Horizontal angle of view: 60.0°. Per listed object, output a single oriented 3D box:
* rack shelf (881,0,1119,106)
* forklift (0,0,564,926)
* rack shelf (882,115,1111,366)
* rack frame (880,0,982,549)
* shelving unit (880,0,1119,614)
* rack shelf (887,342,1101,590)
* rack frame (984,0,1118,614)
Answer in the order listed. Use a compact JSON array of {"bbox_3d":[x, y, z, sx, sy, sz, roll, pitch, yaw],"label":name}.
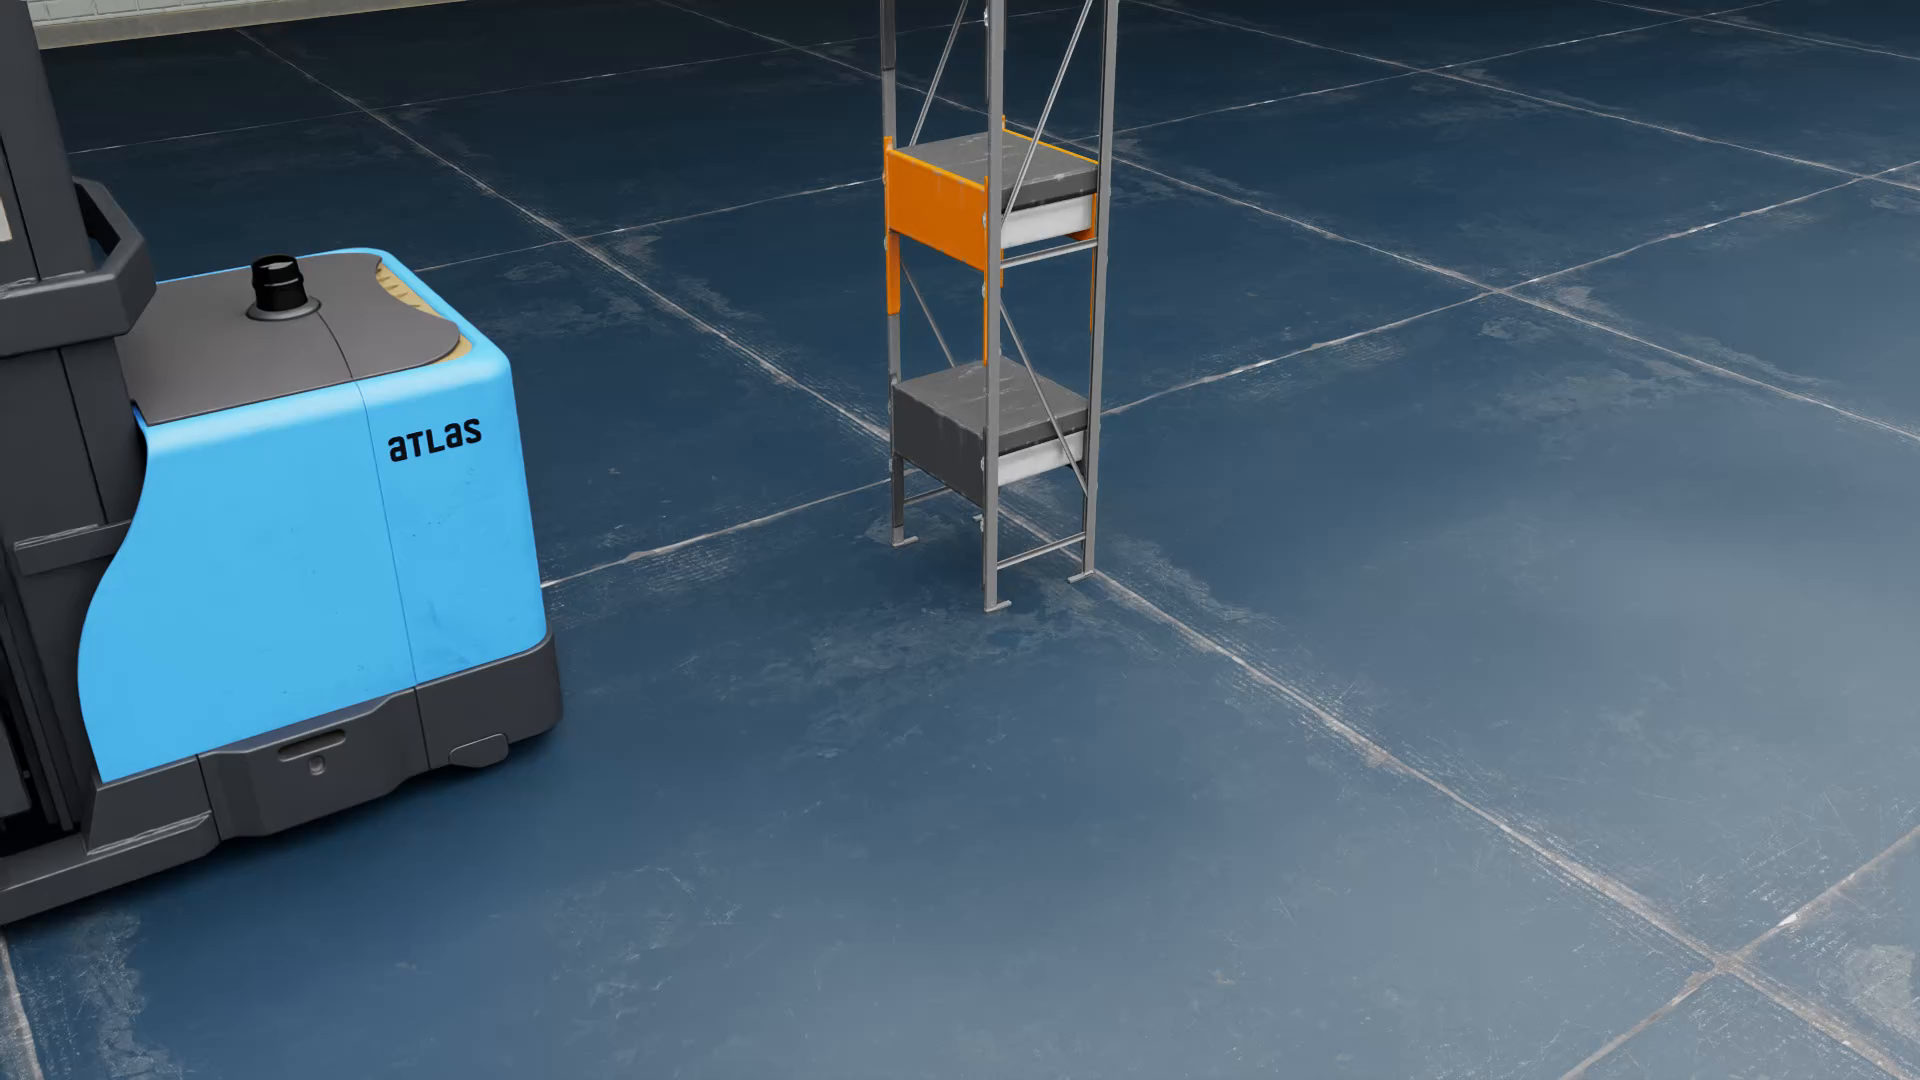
[{"bbox_3d":[0.096,-1.461,4.303,0.431,0.518,0.480,-19,34,-31],"label":"rack shelf"},{"bbox_3d":[-2.528,-0.565,3.220,3.031,2.935,1.130,-18,33,-29],"label":"forklift"},{"bbox_3d":[0.096,-0.846,4.637,0.431,0.518,0.480,-19,34,-31],"label":"rack shelf"},{"bbox_3d":[-0.046,-0.953,4.805,0.400,2.100,0.015,-19,34,-31],"label":"rack frame"},{"bbox_3d":[0.096,-0.858,4.630,0.431,2.100,0.503,-19,34,-31],"label":"shelving unit"},{"bbox_3d":[0.096,-0.231,4.971,0.431,0.518,0.480,-19,34,-31],"label":"rack shelf"},{"bbox_3d":[0.238,-0.763,4.456,0.400,2.100,0.015,-19,34,-31],"label":"rack frame"}]
